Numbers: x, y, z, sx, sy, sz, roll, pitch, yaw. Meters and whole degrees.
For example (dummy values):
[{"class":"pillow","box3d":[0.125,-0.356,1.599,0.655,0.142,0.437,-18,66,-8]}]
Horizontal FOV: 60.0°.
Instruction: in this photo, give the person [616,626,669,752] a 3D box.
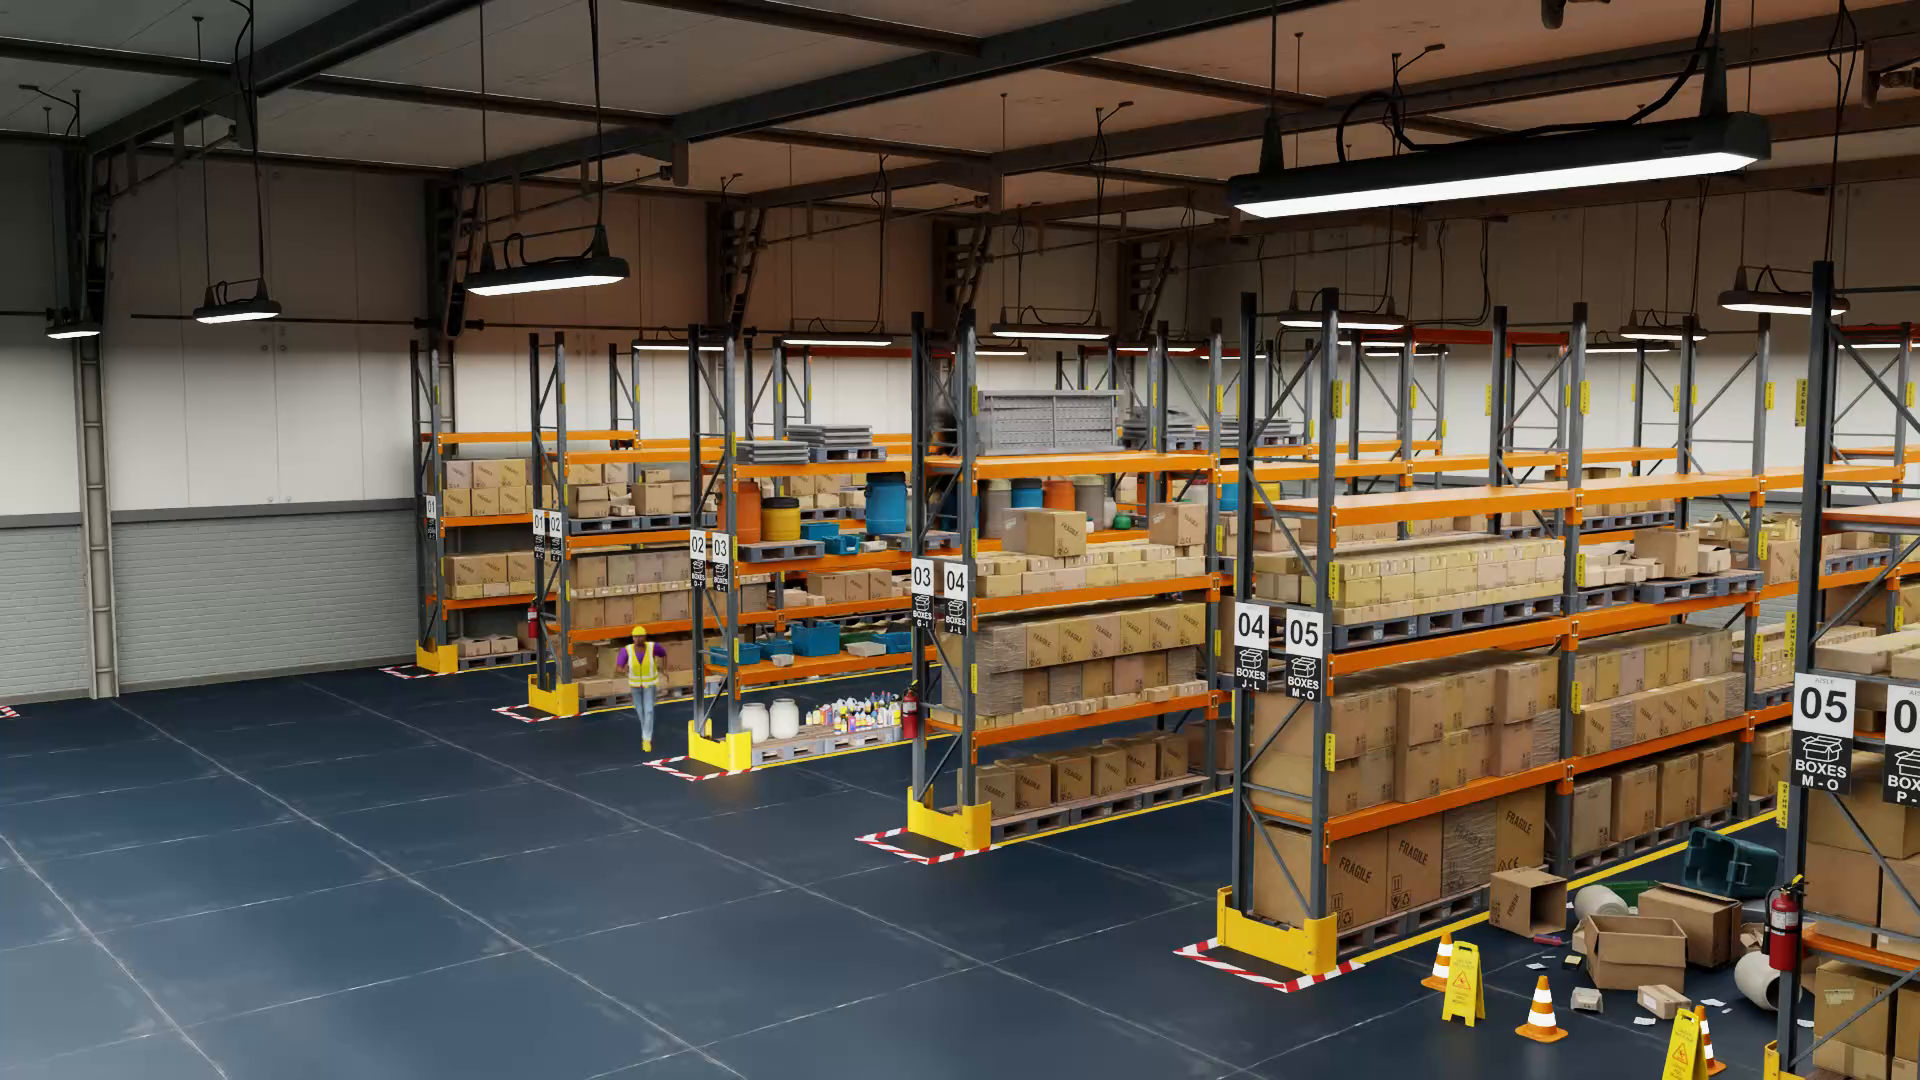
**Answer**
[{"class":"person","box3d":[-4.529,2.085,23.790,0.717,1.759,0.971,0,5,2]}]

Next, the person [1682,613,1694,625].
[{"class":"person","box3d":[11.408,1.926,26.266,0.804,1.694,0.581,-5,7,-40]}]
